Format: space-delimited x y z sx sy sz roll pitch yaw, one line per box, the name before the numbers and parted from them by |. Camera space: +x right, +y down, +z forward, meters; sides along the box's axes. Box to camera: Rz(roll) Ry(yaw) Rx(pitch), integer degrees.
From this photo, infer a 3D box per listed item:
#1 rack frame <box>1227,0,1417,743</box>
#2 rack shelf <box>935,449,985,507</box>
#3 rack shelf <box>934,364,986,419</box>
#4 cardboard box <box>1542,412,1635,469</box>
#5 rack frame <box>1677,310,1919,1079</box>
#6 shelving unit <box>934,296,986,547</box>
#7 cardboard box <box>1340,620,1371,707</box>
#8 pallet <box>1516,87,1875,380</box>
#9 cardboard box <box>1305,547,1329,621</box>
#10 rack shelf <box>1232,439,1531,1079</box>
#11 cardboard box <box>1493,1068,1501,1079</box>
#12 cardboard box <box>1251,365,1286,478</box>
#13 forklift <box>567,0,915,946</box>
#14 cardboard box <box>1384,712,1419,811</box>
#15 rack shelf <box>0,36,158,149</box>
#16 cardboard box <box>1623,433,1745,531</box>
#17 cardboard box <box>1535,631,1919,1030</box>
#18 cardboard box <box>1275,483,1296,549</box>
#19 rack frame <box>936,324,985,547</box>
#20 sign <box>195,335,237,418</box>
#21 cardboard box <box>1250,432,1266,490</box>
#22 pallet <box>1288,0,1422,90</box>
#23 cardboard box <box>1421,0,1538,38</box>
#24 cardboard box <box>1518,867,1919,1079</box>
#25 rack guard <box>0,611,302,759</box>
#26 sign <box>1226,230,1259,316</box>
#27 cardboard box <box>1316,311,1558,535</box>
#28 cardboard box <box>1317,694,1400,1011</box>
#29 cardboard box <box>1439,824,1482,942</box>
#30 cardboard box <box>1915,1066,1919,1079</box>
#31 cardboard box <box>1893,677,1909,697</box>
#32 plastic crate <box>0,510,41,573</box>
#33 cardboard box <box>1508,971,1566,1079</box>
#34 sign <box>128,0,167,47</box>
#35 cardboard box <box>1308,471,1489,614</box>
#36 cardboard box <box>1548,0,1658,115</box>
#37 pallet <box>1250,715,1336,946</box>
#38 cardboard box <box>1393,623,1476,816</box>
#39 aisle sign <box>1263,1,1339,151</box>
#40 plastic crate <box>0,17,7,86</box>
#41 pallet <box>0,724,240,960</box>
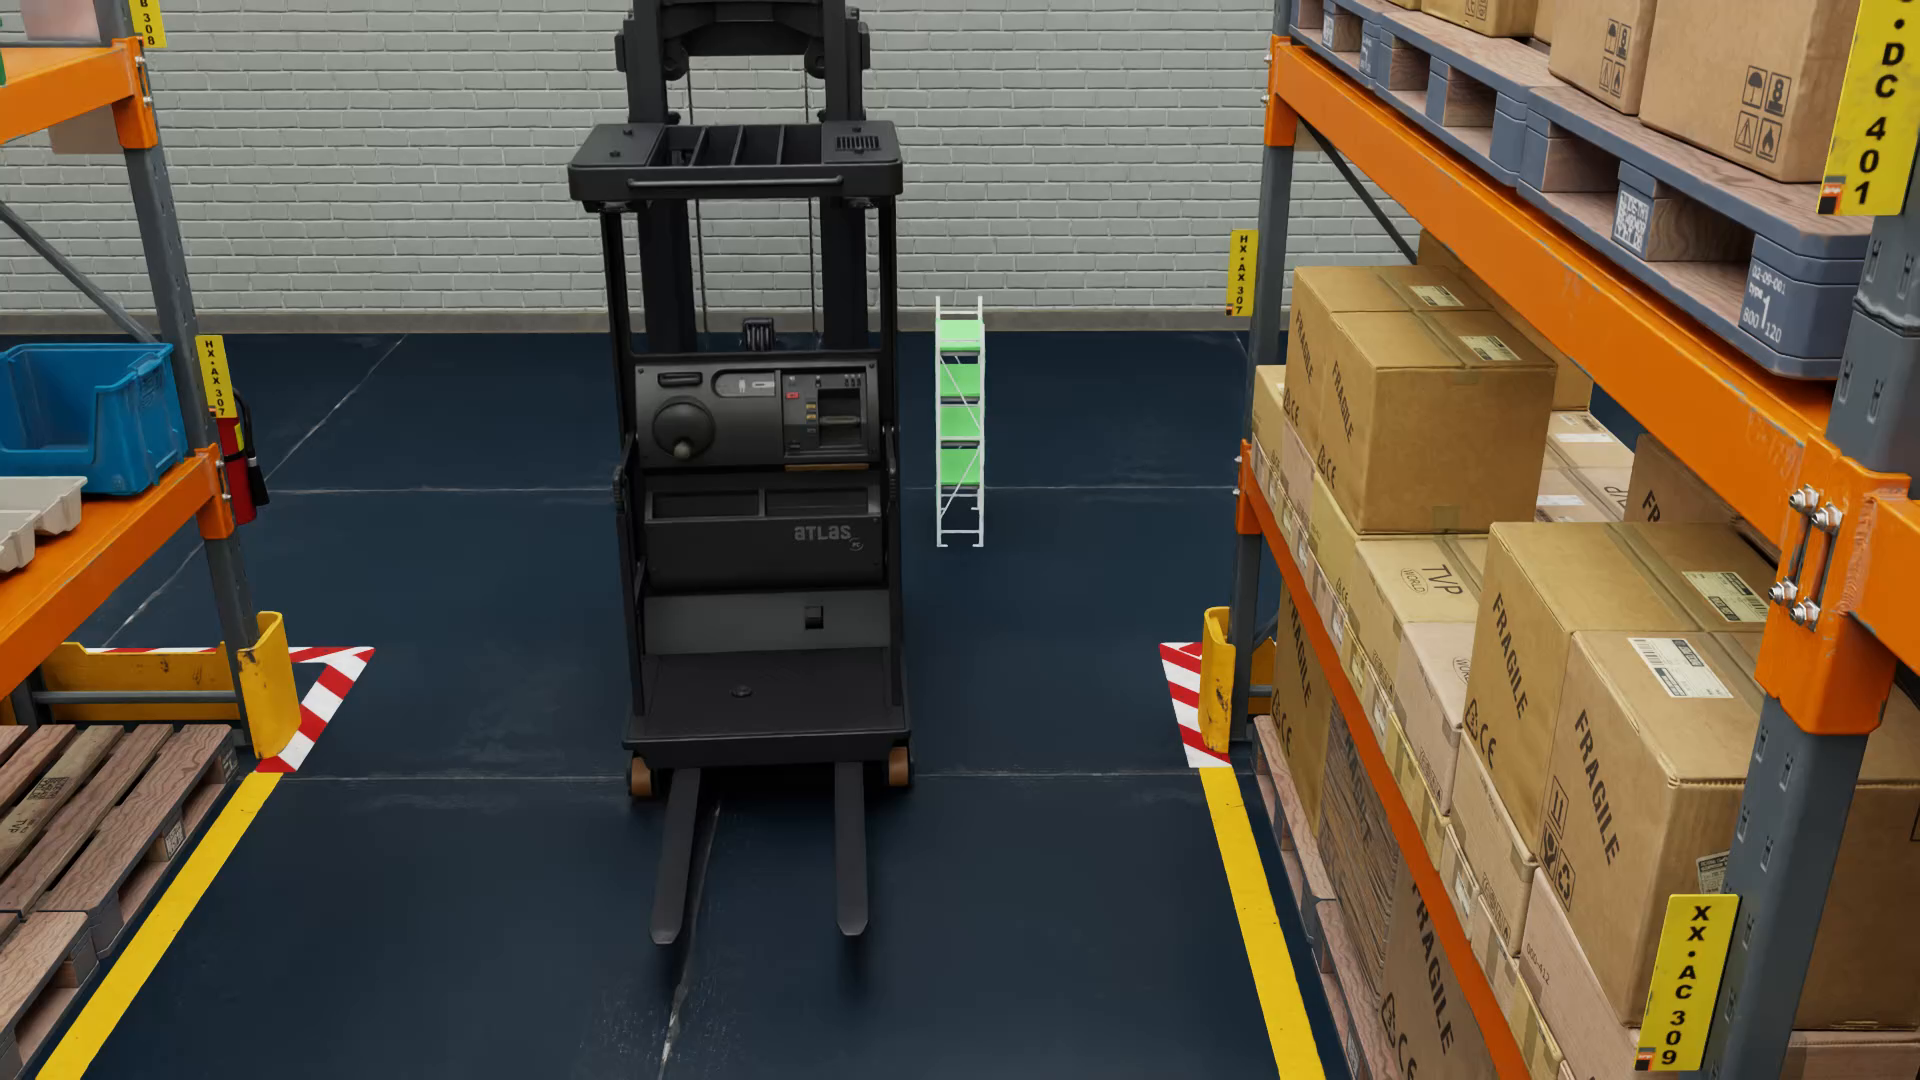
rack frame | 1.597 -0.555 6.336 1.000 3.000 0.127 0 24 -1
rack shelf | -0.002 -0.338 8.779 0.258 0.148 0.480 0 24 -1
rack shelf | -0.002 -0.775 8.581 0.258 0.148 0.480 0 24 -1
cardboard box | 1.872 -0.214 5.405 0.500 0.250 0.500 -1 24 -1
rack frame | 1.640 1.094 2.692 1.000 3.000 0.127 0 24 -1
shelving unit | -0.002 -0.615 8.654 0.258 1.200 0.503 0 24 -1
cardboard box | 1.289 0.341 4.660 0.380 0.149 0.250 -1 24 -2
pallet | 1.642 -0.570 2.838 1.003 0.211 1.213 0 24 -1
cardboard box | 1.284 0.131 5.125 0.380 0.149 0.250 -1 24 -2
rack shelf | 1.618 0.597 4.663 1.077 0.370 4.000 0 24 -1
cardboard box | 1.713 1.598 3.646 0.875 0.875 0.875 0 24 -1
cardboard box | 1.332 -0.423 5.866 0.500 0.250 0.500 -1 24 -2
forklift | -0.762 -0.467 6.225 1.130 2.935 3.031 -2 24 -4
cardboard box | 1.295 0.554 4.189 0.380 0.149 0.250 -1 24 -1
rack shelf | -3.334 -0.747 3.995 1.077 0.370 4.000 0 24 -1
cardboard box | 1.883 0.069 3.869 0.500 0.500 0.500 -1 24 -2
cardboard box | 1.368 0.496 2.923 0.500 0.500 0.500 0 24 1
cardboard box | 1.278 -0.081 5.595 0.380 0.149 0.250 -1 24 -2
rack frame | 0.001 -0.514 8.431 0.240 1.200 0.015 0 24 -1
sign | -2.806 -0.616 6.274 0.100 0.325 0.005 0 24 -1
cardboard box | 1.271 -0.292 6.062 0.380 0.149 0.250 0 24 0
pallet | 1.615 -1.575 5.061 1.003 0.211 1.213 0 24 -1
cardboard box | 1.596 -1.545 4.133 0.700 0.500 0.500 -2 24 -4
cardboard box | 1.373 0.846 3.061 0.500 0.250 0.500 -1 24 -2
rack guard | -3.369 0.597 6.824 1.175 0.500 0.348 0 24 -1
sign | 1.042 -0.985 6.142 0.100 0.325 0.005 0 24 -1
cardboard box | 1.349 -0.345 4.784 0.500 0.500 0.500 -1 24 -2
cardboard box | 1.694 0.860 5.276 0.875 0.875 0.875 0 24 -1
cardboard box | 1.301 0.766 3.721 0.380 0.149 0.250 0 24 0
cardboard box | 1.897 0.832 3.092 0.500 0.250 0.500 -1 24 -2
cardboard box | 1.891 0.486 2.946 0.500 0.500 0.500 0 24 -1
plastic crate | -3.177 0.015 5.324 0.396 0.136 0.243 0 24 -1
cardboard box | 1.306 0.978 3.253 0.380 0.149 0.250 0 24 0
sign | -2.806 -1.861 5.711 0.100 0.325 0.005 0 24 -1
cardboard box | 1.346 -0.002 4.935 0.500 0.250 0.500 -1 24 -2
cardboard box | 1.570 -1.099 3.149 0.700 0.500 0.500 1 24 2
pallet | 1.684 1.045 6.183 1.003 0.211 1.213 0 24 -1
cardboard box | 1.359 0.422 3.998 0.500 0.250 0.500 0 24 1
aisle sign | 1.296 -1.768 5.863 0.394 0.787 0.004 0 24 -1
plastic crate | -3.060 -1.397 4.817 0.450 0.188 0.336 0 24 -1
pallet | -3.386 1.078 6.110 1.003 0.211 1.213 0 24 -1
